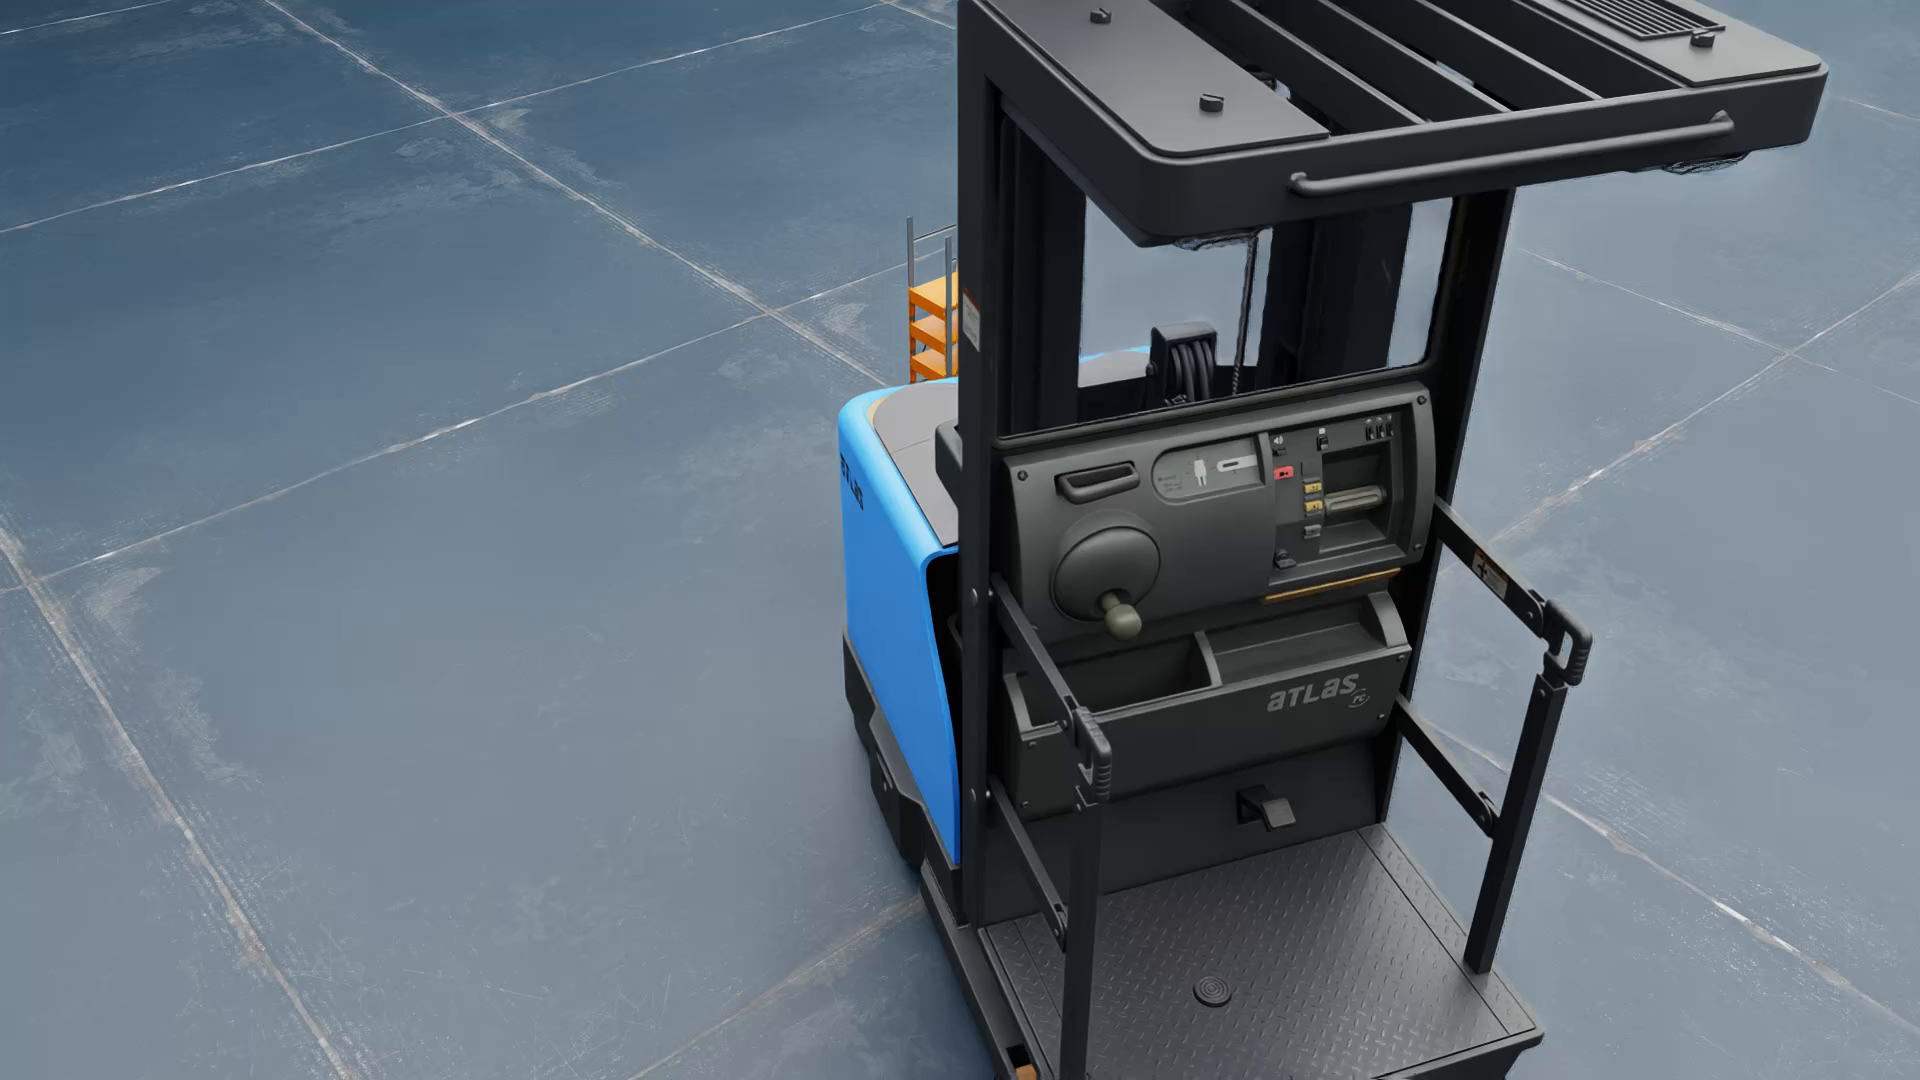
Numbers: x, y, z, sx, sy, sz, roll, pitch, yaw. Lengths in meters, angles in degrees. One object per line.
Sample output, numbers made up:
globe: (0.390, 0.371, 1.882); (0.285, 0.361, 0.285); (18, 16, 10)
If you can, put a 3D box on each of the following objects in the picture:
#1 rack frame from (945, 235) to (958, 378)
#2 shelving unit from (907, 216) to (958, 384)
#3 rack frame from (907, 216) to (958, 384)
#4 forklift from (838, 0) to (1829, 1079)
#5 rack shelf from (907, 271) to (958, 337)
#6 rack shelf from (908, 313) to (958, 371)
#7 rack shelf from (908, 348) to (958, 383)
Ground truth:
rack frame: (0.050, -0.456, 5.355); (0.240, 1.200, 0.006); (-26, 43, -32)
shelving unit: (-0.009, -0.496, 5.412); (0.258, 1.200, 0.189); (-26, 43, -32)
rack frame: (-0.068, -0.536, 5.469); (0.240, 1.200, 0.006); (-26, 43, -32)
forklift: (0.616, 0.008, 3.202); (1.130, 2.935, 3.031); (-11, 37, -15)
rack shelf: (-0.009, -0.754, 5.230); (0.258, 0.103, 0.180); (-26, 43, -32)
rack shelf: (-0.009, -0.656, 5.299); (0.258, 0.103, 0.180); (-26, 43, -32)
rack shelf: (-0.009, -0.558, 5.369); (0.258, 0.103, 0.180); (-26, 43, -32)
